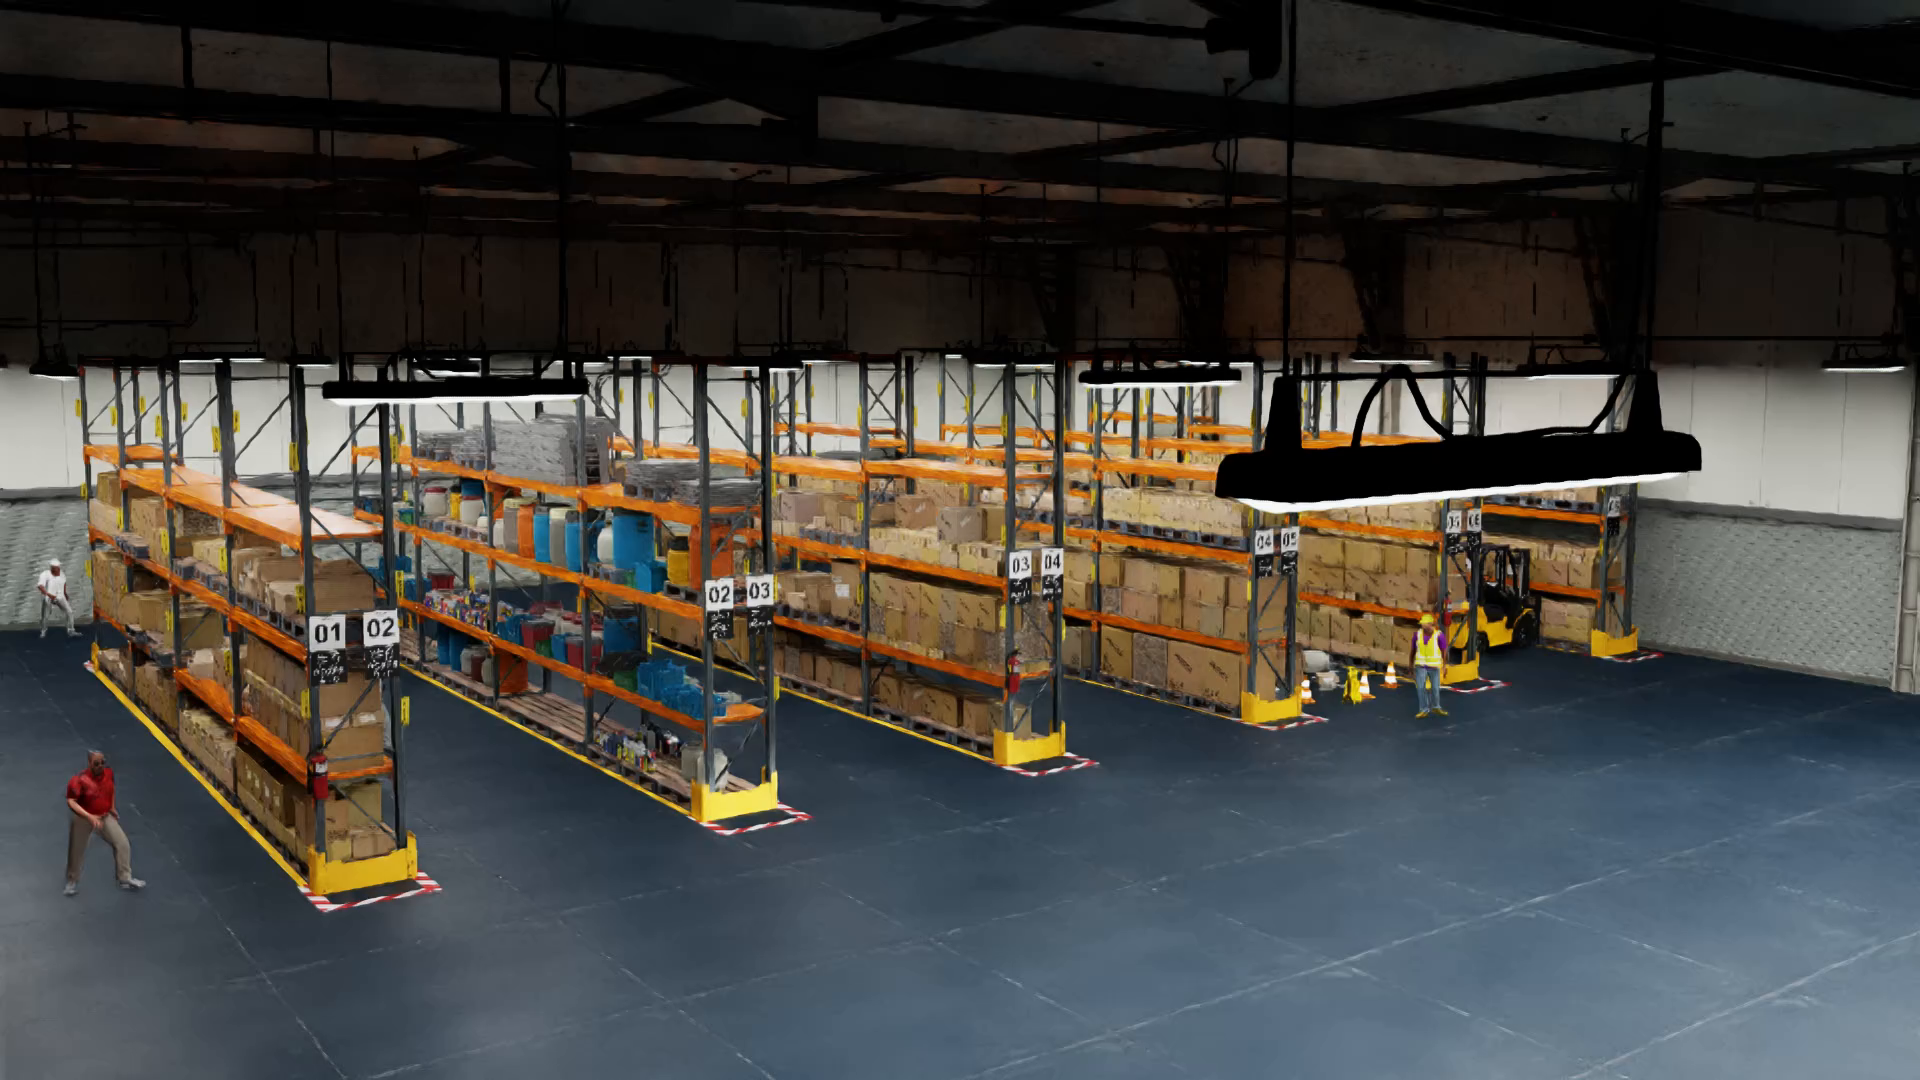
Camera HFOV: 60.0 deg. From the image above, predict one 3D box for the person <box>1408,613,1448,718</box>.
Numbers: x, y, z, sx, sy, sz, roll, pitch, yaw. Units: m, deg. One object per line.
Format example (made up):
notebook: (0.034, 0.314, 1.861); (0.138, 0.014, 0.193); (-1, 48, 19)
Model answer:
person: (7.858, 2.094, 27.883); (0.658, 1.759, 0.540); (4, 8, 27)

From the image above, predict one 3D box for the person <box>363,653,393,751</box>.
person: (-9.034, 2.417, 25.314); (0.860, 1.691, 0.691); (5, 9, 37)

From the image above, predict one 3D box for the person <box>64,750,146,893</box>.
person: (-9.887, 3.201, 19.026); (0.808, 1.667, 0.702); (5, 8, 35)

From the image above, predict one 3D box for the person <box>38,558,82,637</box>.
person: (-19.166, 1.215, 35.187); (0.797, 1.701, 0.708); (5, 8, 35)
